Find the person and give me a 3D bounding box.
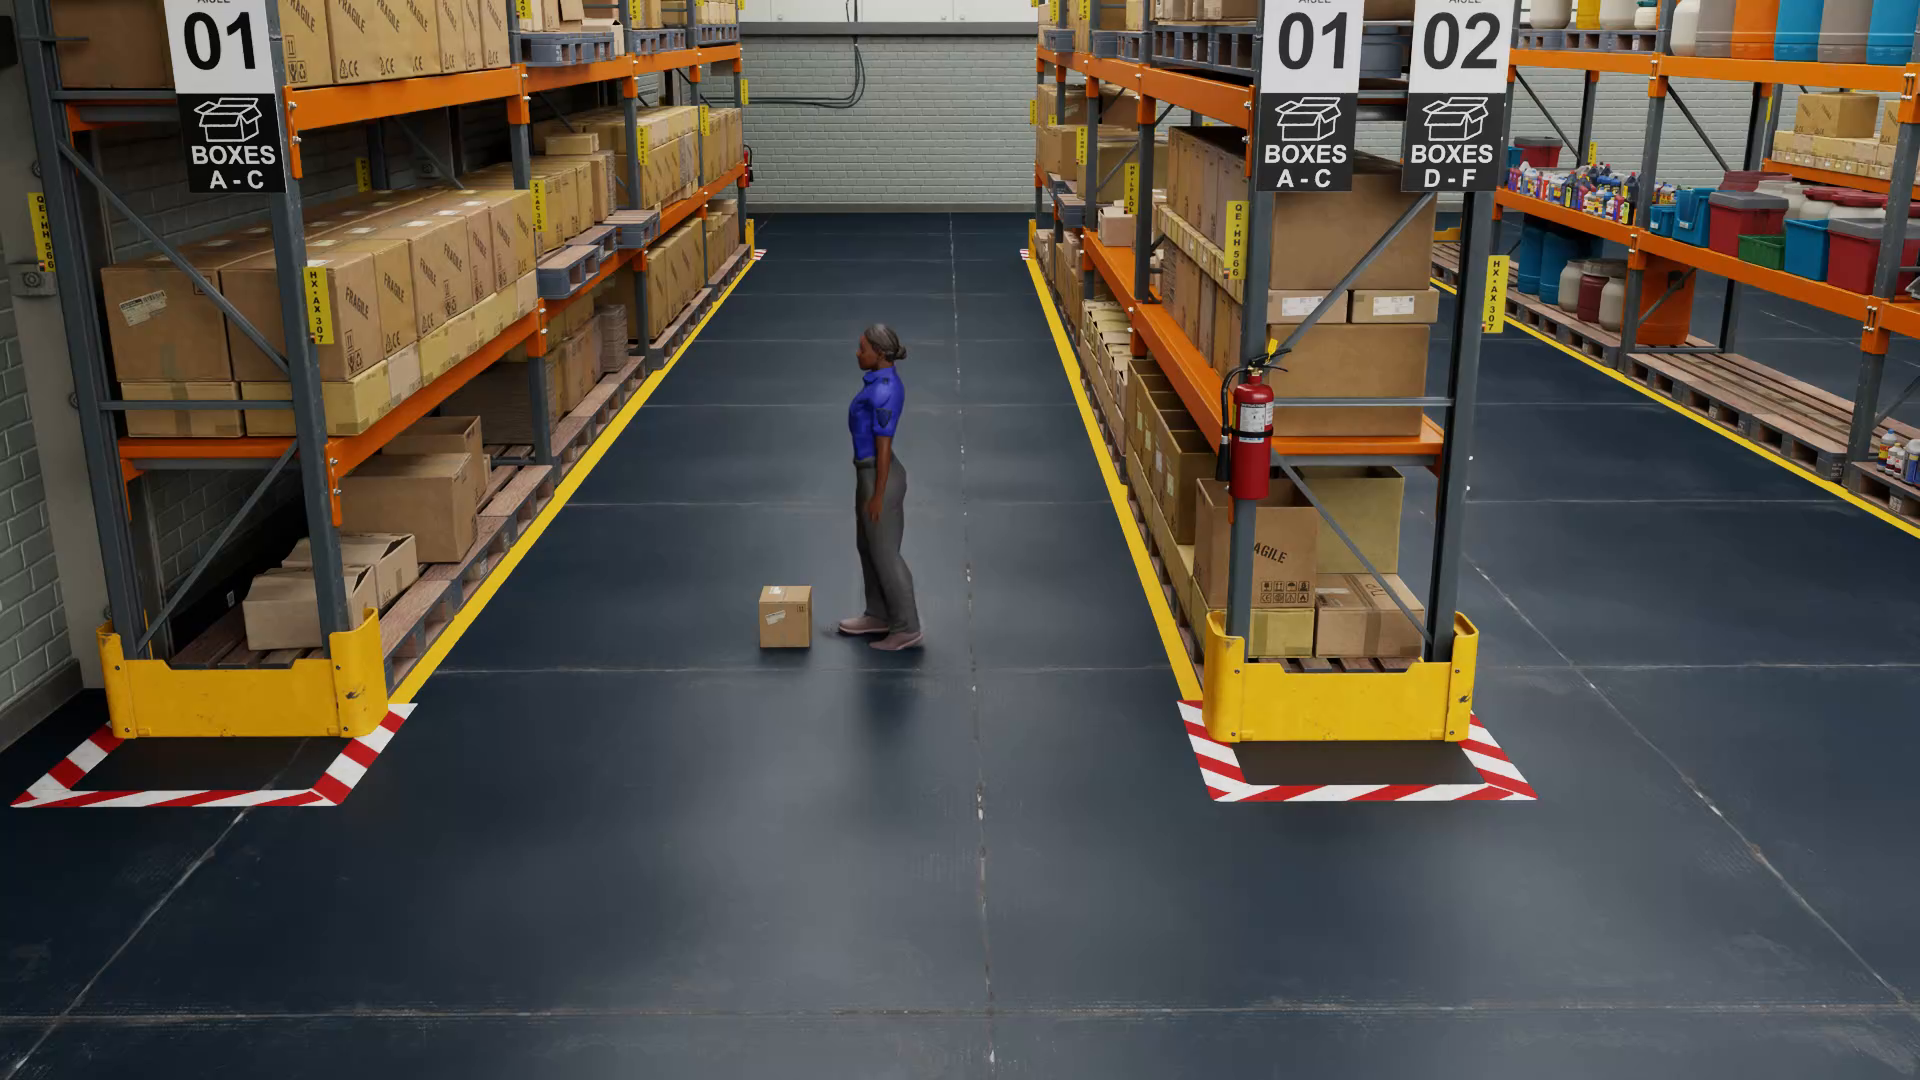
[{"bbox_3d":[-0.417,-0.261,8.442,0.456,1.691,0.444,0,17,0],"label":"person"}]
